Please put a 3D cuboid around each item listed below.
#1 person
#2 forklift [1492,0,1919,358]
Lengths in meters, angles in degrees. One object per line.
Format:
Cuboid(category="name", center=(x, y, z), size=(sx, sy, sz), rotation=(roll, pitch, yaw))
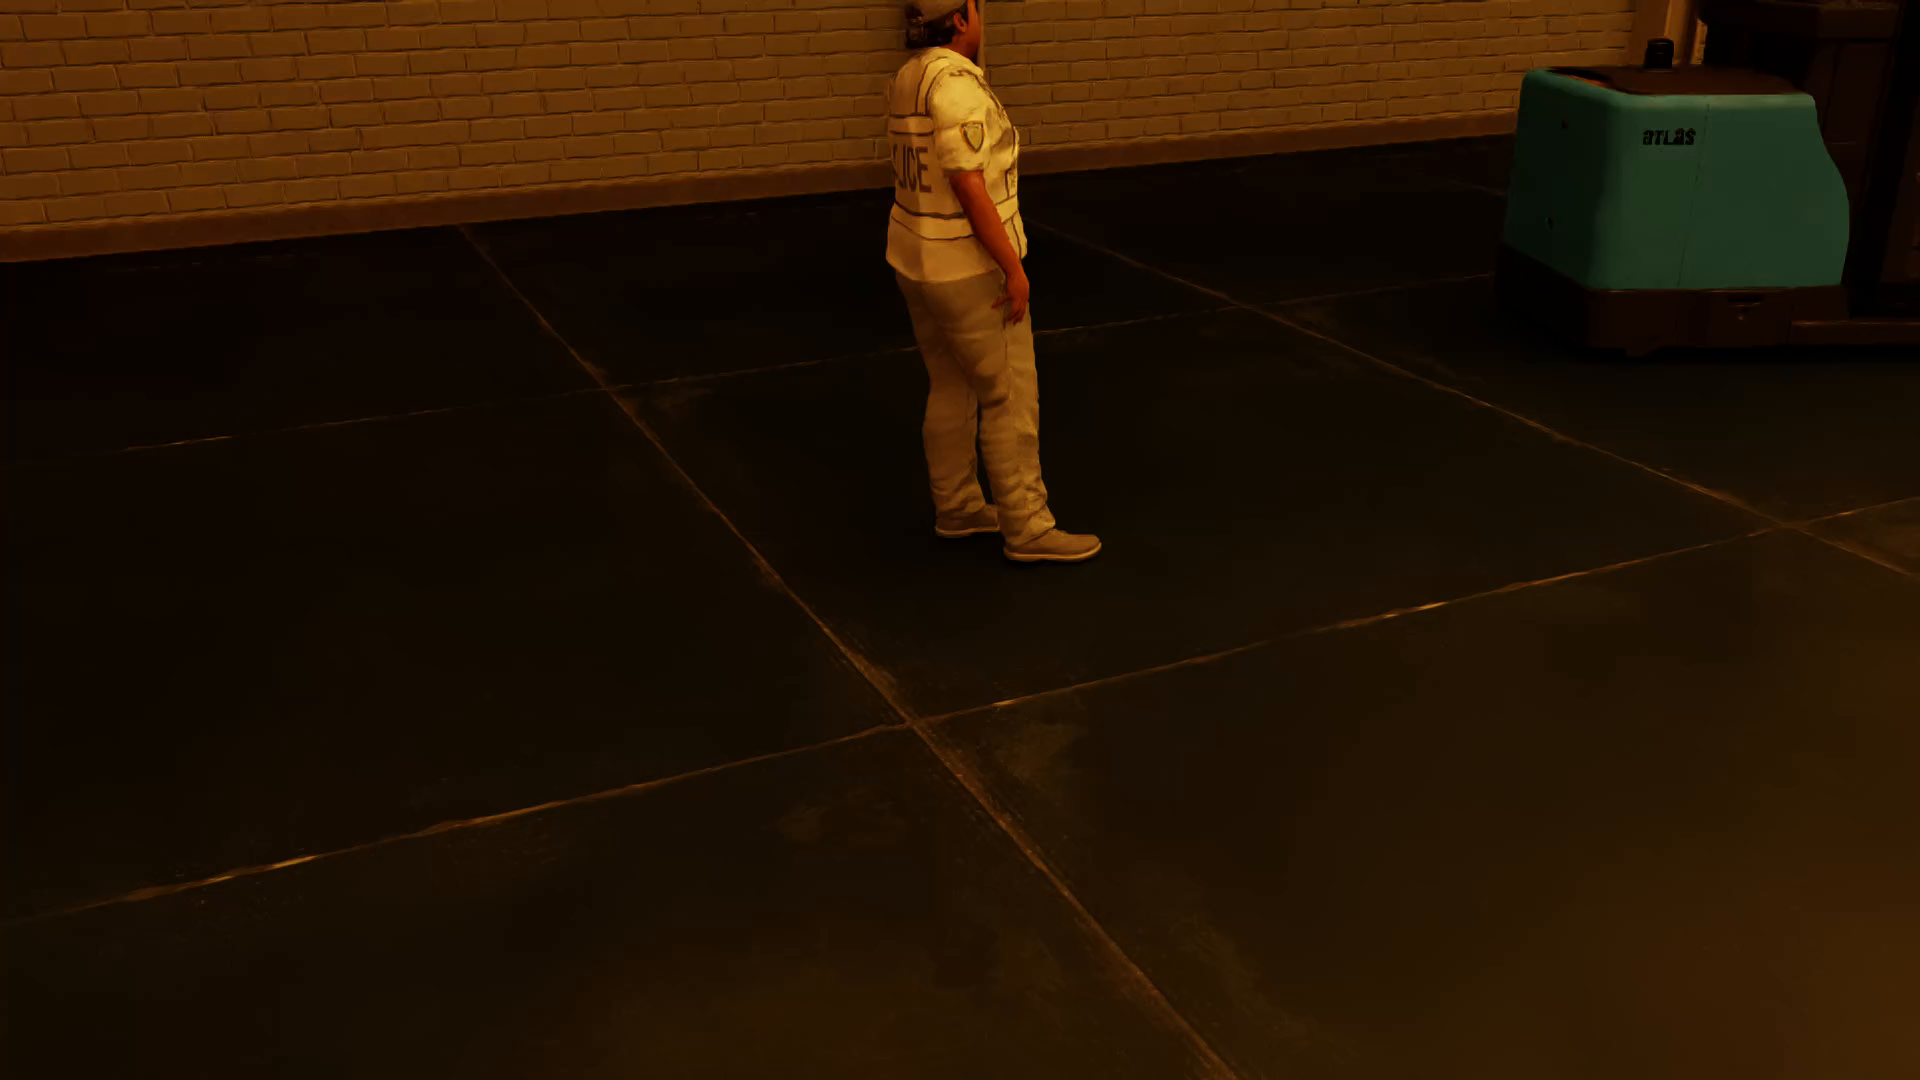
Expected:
Cuboid(category="person", center=(0.080, -0.781, 4.796), size=(0.527, 1.669, 0.598), rotation=(-10, 25, -23))
Cuboid(category="forklift", center=(4.008, -2.320, 6.871), size=(3.031, 2.935, 1.130), rotation=(-2, 23, -5))
